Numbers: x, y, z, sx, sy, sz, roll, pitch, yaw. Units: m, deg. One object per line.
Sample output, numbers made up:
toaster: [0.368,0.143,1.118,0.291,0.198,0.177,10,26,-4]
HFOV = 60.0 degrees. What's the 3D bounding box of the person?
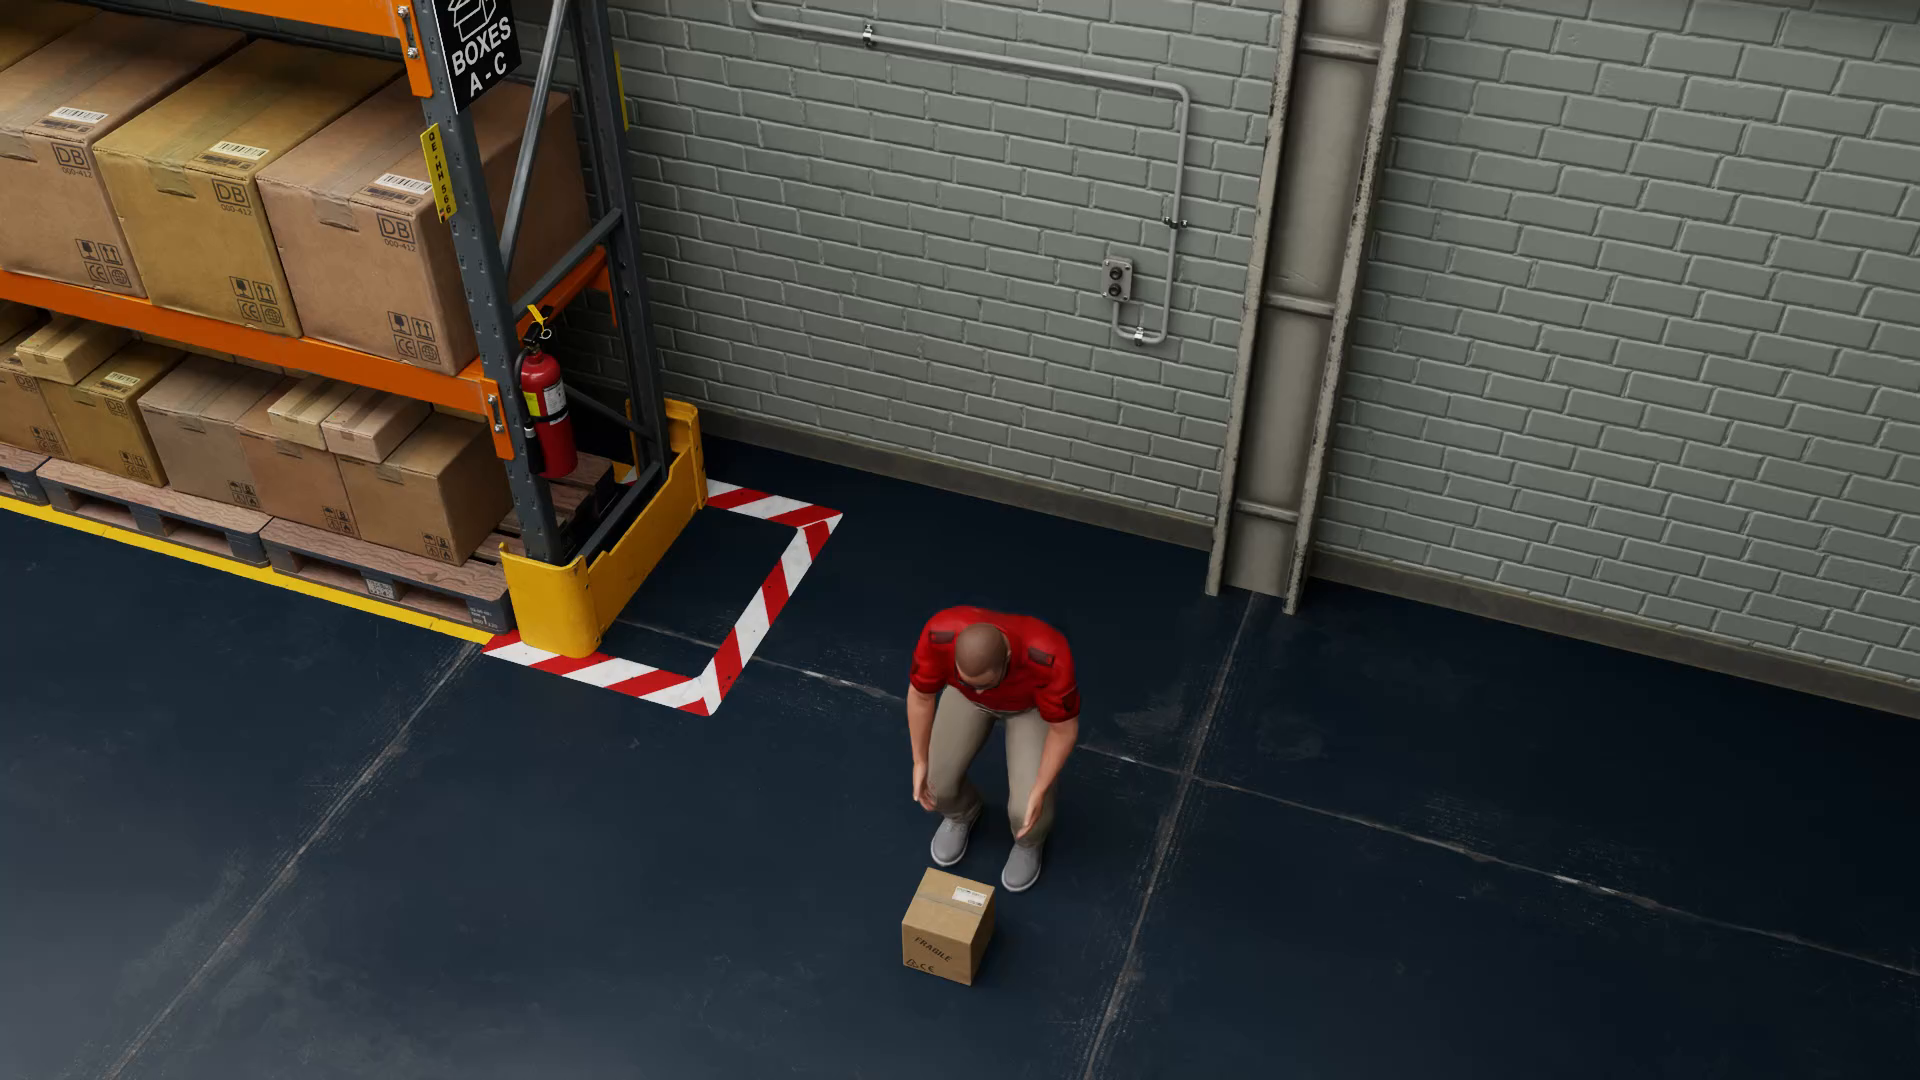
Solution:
person: [0.142,0.643,5.687,0.590,1.409,0.707,14,43,15]
